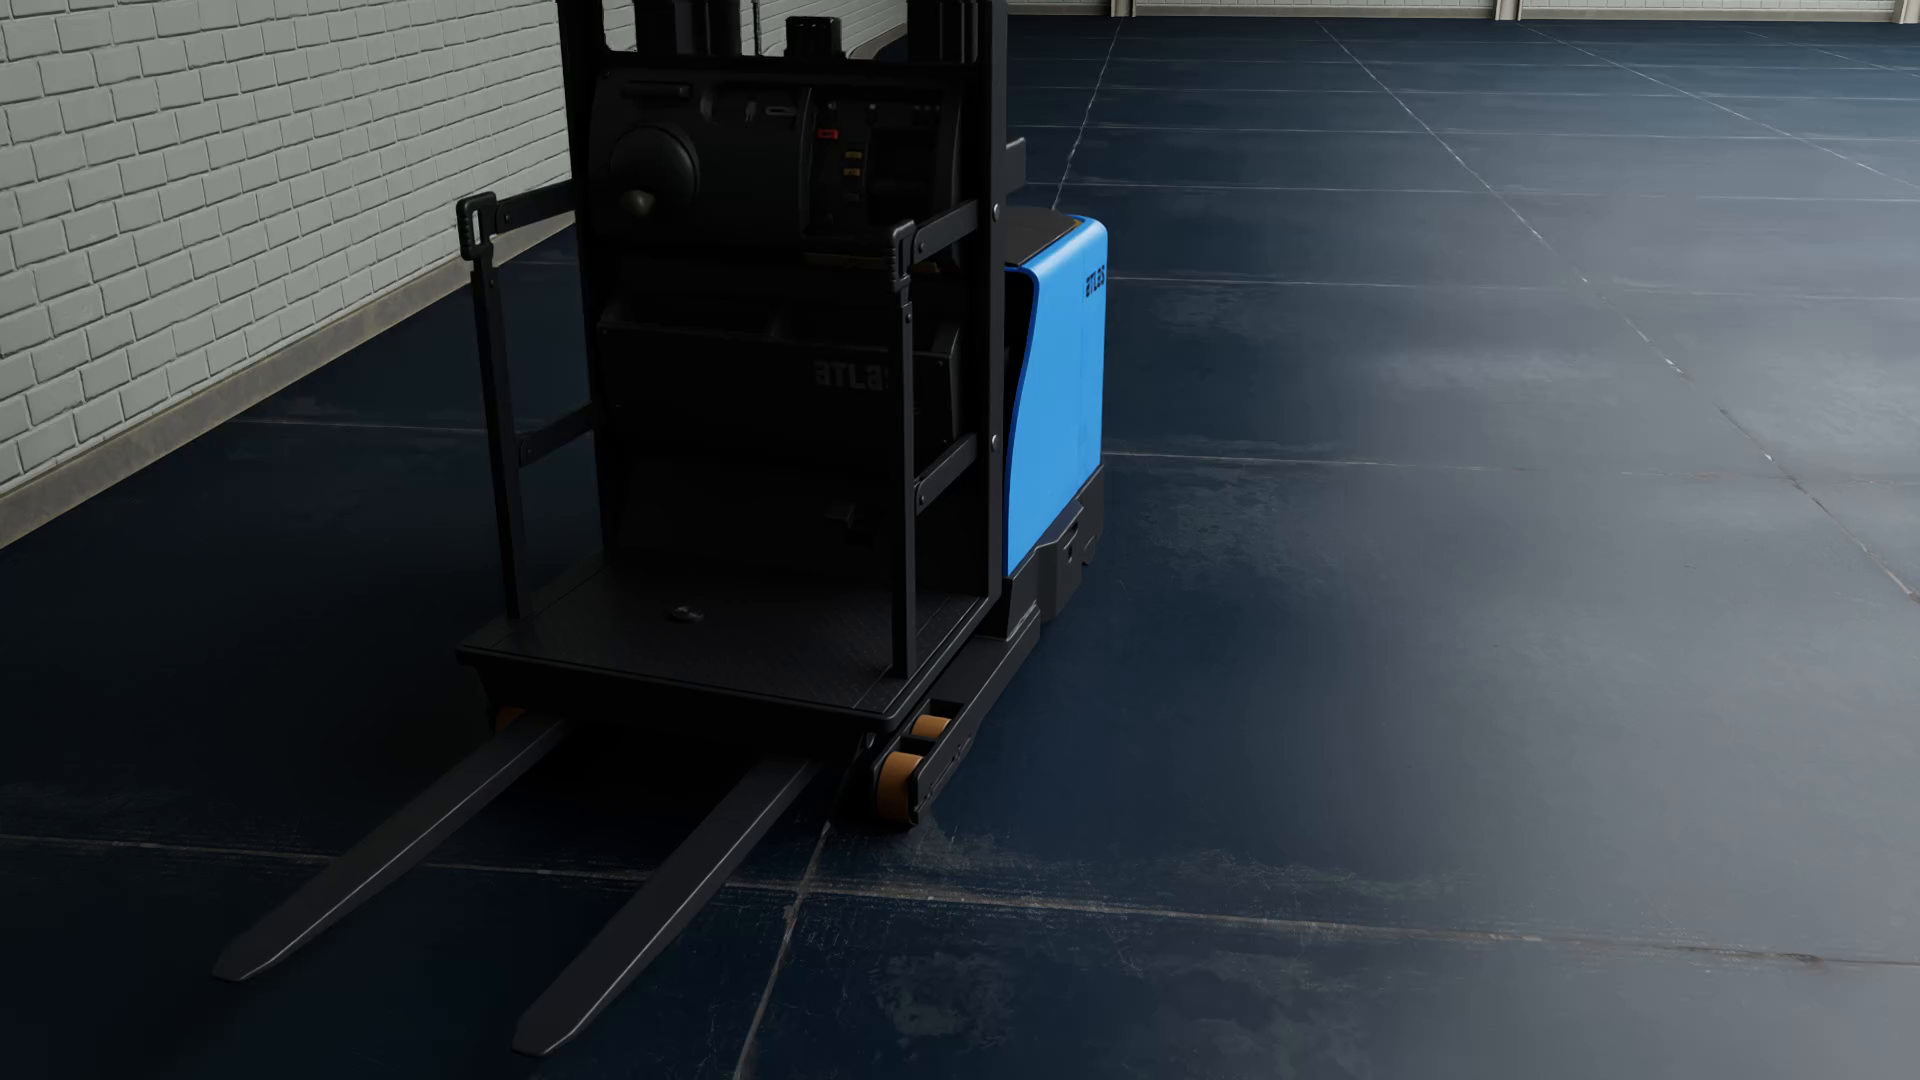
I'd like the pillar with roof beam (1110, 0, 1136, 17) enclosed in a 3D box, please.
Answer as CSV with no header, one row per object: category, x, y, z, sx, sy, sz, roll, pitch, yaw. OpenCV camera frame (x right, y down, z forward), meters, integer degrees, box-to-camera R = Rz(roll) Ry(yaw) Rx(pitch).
pillar with roof beam,2.124,-11.062,21.179,0.400,9.000,9.100,2,22,6

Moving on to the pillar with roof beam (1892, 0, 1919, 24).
pillar with roof beam,14.041,-10.542,19.866,0.400,9.000,9.100,2,22,6

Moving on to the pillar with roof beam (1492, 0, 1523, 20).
pillar with roof beam,8.083,-10.802,20.523,0.400,9.000,9.100,2,22,6

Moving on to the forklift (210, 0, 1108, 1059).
forklift,-0.506,-0.881,3.681,1.130,2.935,3.031,7,23,18
